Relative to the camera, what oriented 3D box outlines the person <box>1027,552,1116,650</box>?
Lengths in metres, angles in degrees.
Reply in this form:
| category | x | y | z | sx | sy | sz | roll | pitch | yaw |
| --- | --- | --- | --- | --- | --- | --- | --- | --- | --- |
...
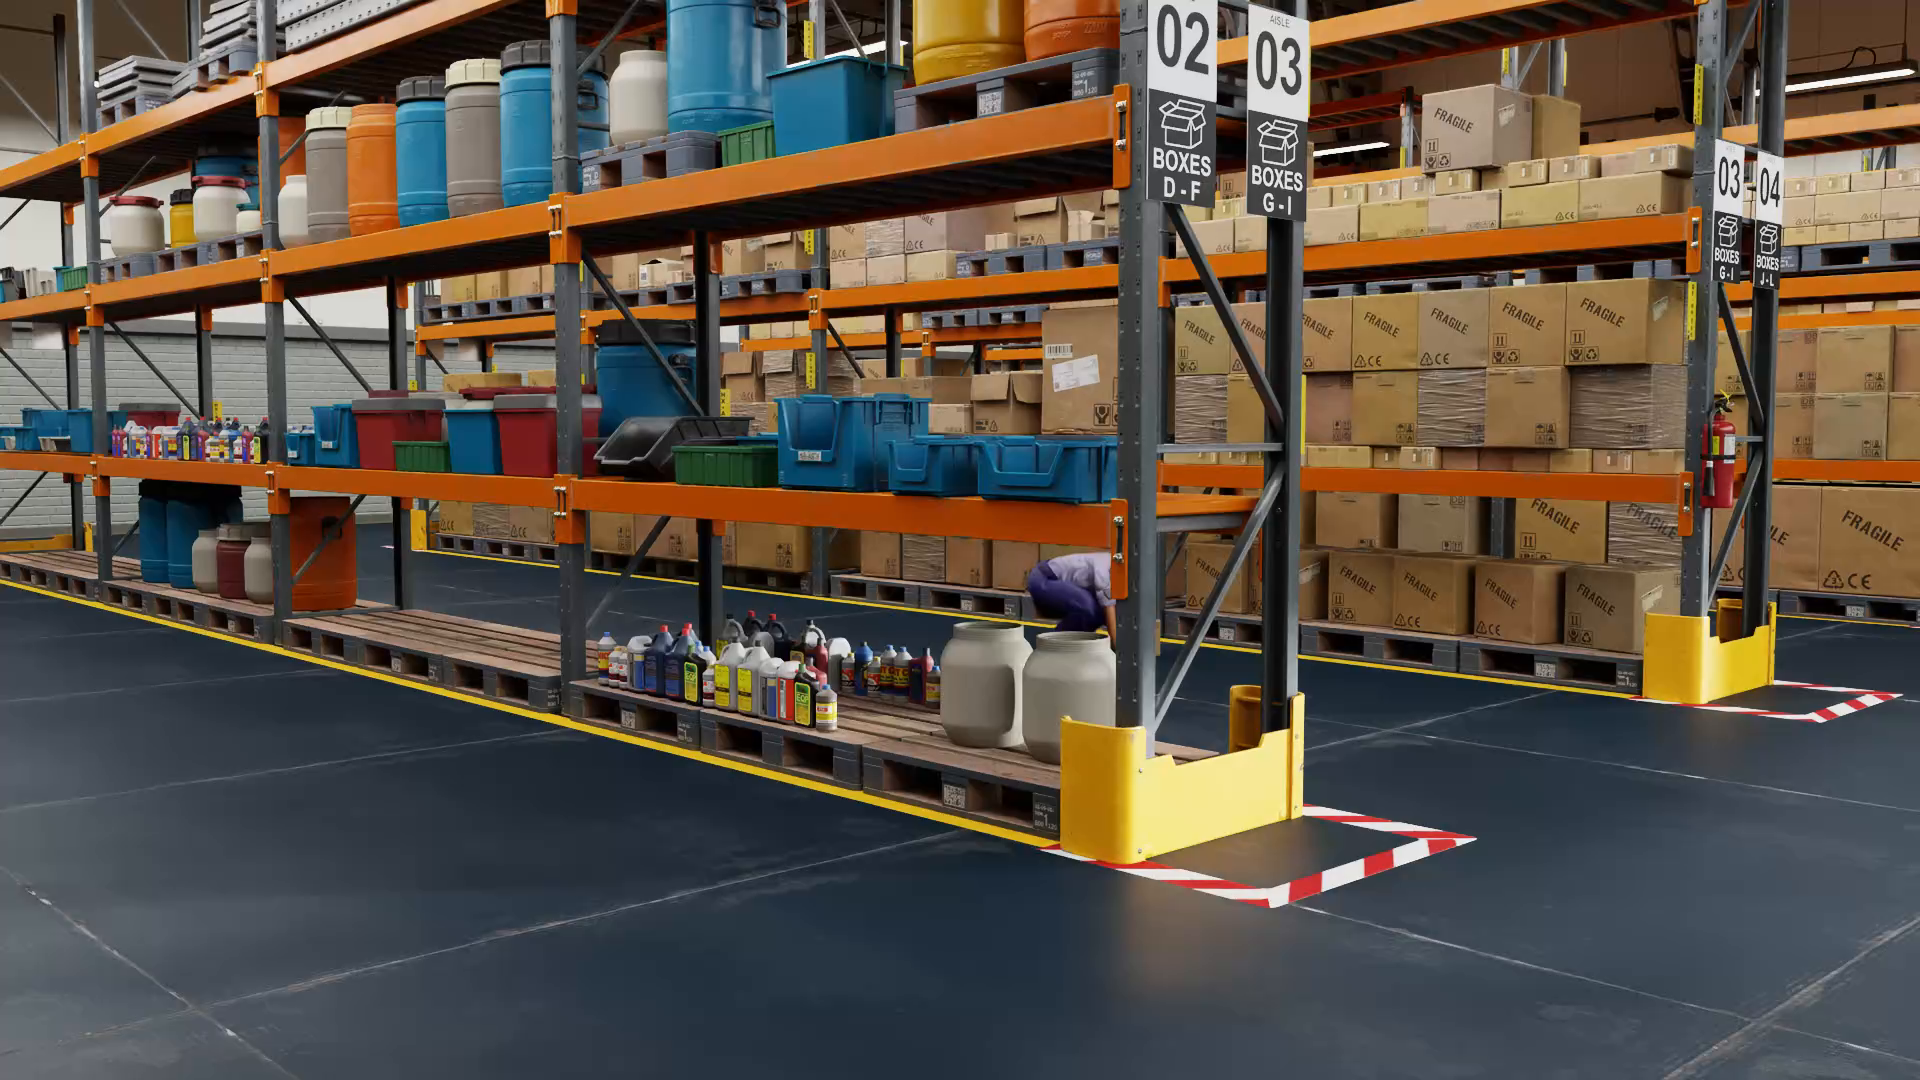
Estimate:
| category | x | y | z | sx | sy | sz | roll | pitch | yaw |
| --- | --- | --- | --- | --- | --- | --- | --- | --- | --- |
| person | 0.929 | 0.439 | 11.632 | 0.910 | 0.736 | 0.509 | 2 | 5 | 28 |
